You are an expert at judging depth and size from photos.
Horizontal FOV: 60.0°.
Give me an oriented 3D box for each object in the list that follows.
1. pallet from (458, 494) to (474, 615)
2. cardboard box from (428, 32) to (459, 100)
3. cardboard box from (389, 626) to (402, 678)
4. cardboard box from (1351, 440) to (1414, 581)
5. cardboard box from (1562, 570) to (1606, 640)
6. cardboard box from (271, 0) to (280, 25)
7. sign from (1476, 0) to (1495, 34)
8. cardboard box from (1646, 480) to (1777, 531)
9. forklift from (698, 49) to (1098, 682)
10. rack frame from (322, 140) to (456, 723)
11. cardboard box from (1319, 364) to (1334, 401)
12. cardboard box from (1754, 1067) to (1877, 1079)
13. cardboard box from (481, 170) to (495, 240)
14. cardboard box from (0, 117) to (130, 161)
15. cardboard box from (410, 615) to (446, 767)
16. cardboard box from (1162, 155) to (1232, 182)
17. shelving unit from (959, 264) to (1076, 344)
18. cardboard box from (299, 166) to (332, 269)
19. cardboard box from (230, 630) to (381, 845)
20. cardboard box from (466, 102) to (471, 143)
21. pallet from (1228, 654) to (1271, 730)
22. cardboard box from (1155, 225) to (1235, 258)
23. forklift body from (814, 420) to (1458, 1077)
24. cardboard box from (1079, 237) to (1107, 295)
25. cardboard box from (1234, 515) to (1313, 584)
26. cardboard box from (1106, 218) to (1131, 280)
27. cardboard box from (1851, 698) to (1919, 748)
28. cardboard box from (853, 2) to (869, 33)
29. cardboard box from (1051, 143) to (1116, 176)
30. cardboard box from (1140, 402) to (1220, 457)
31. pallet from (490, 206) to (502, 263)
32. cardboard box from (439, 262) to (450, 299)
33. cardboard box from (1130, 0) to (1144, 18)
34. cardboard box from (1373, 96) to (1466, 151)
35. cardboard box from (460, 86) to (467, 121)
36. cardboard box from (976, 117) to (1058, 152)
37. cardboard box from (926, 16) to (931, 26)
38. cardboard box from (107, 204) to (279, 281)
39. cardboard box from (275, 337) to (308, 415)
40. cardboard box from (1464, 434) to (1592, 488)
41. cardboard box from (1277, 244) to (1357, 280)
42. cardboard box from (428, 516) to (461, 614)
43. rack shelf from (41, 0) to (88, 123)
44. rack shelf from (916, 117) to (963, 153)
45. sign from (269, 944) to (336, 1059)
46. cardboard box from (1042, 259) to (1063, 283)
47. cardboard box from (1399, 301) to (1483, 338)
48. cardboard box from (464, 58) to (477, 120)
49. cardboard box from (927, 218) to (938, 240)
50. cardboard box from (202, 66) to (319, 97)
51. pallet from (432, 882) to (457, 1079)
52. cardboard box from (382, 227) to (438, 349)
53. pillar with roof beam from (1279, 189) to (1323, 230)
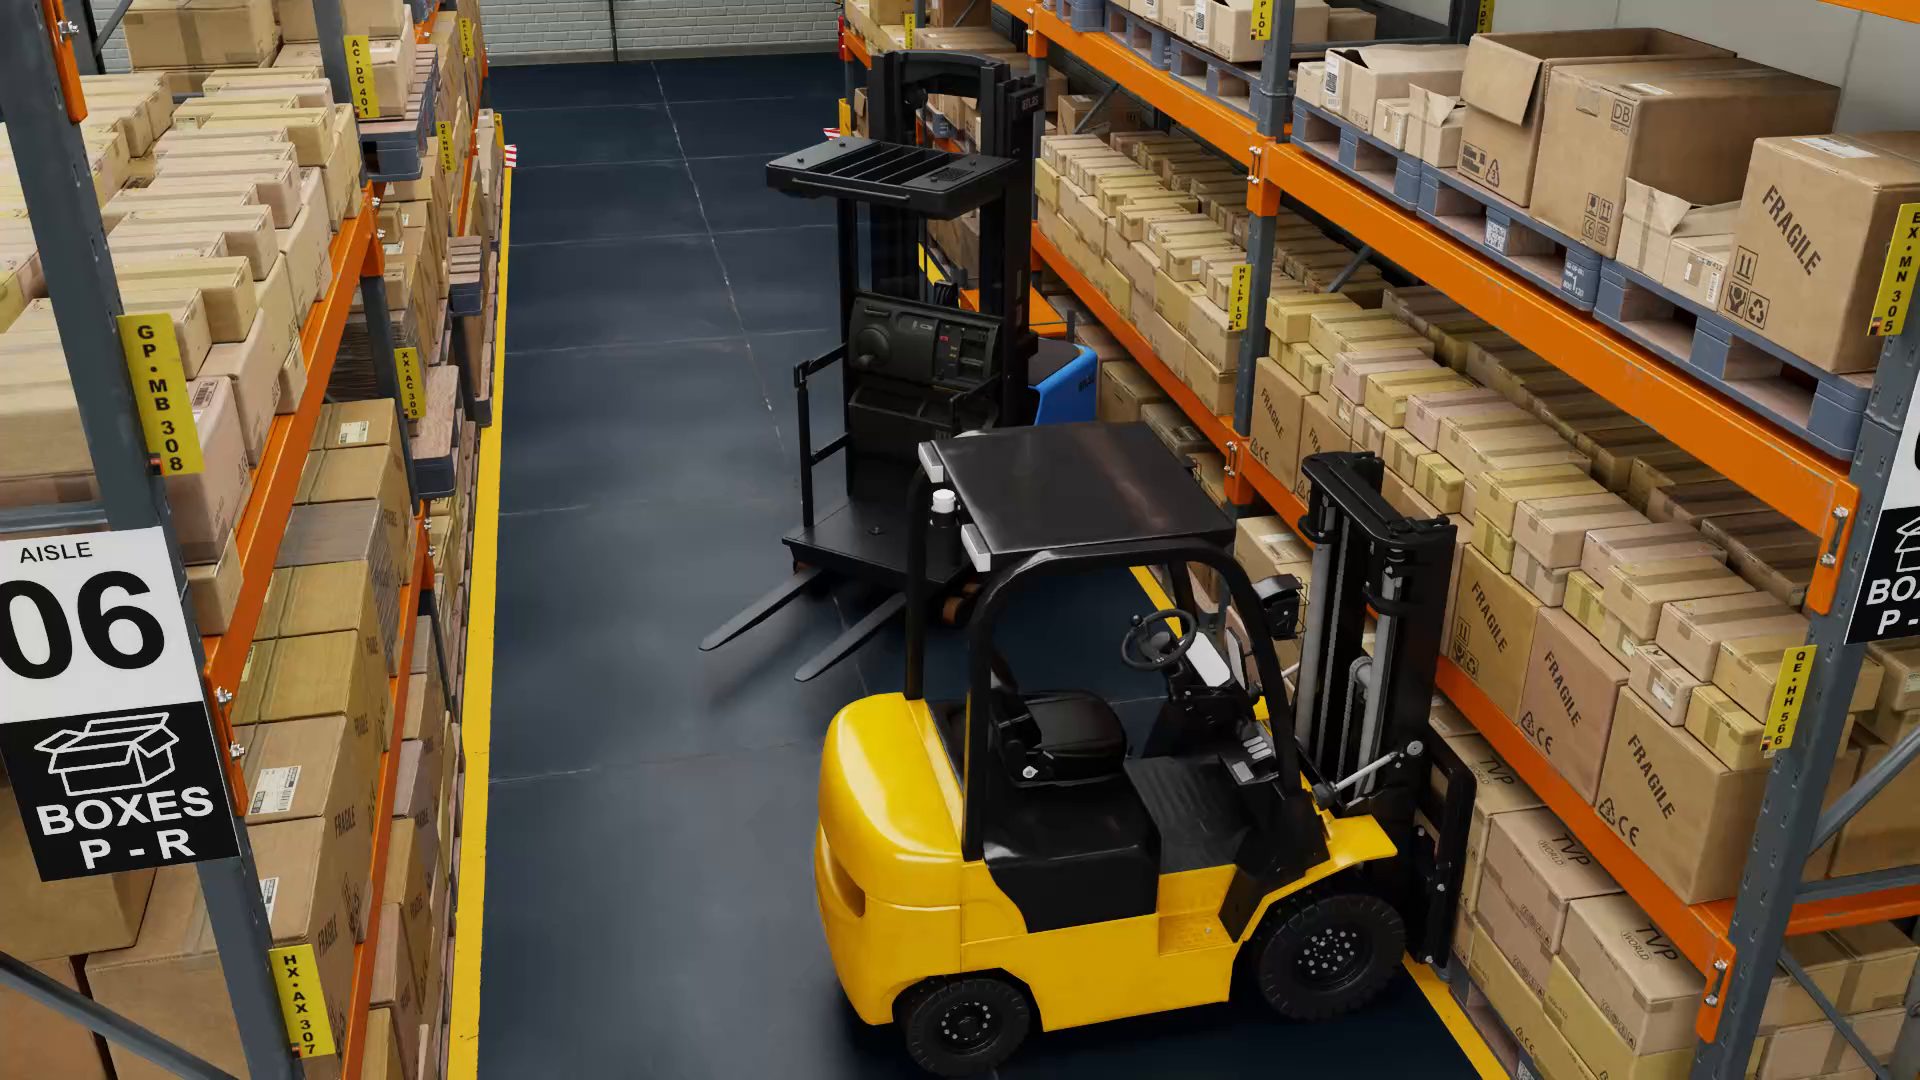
[{"bbox_3d":[-3.407,0.121,9.775,1.003,0.211,1.213,-6,27,-12],"label":"pallet"},{"bbox_3d":[-4.191,-3.627,12.886,0.500,0.500,0.500,-5,27,-10],"label":"cardboard box"},{"bbox_3d":[-2.351,0.423,6.362,0.380,0.149,0.250,-6,27,-12],"label":"cardboard box"},{"bbox_3d":[1.977,-0.125,7.058,0.500,0.500,0.500,-6,27,-12],"label":"cardboard box"},{"bbox_3d":[2.303,0.208,5.678,0.380,0.149,0.250,-6,27,-12],"label":"cardboard box"},{"bbox_3d":[-3.458,-2.615,7.919,0.500,0.250,0.500,-6,27,-11],"label":"cardboard box"},{"bbox_3d":[2.423,-2.413,7.712,0.100,0.325,0.005,-6,27,-12],"label":"sign"},{"bbox_3d":[2.693,-0.087,5.933,0.380,0.149,0.250,-5,27,-10],"label":"cardboard box"},{"bbox_3d":[-0.316,-1.064,9.104,1.130,2.935,3.031,15,30,27],"label":"forklift"},{"bbox_3d":[-2.952,-0.245,7.407,1.000,3.000,0.127,-6,27,-12],"label":"rack frame"},{"bbox_3d":[1.844,-0.693,7.464,0.380,0.149,0.250,-6,27,-12],"label":"cardboard box"},{"bbox_3d":[2.864,1.810,5.921,0.500,0.250,0.500,-6,27,-11],"label":"cardboard box"},{"bbox_3d":[-4.792,-3.087,15.415,0.875,0.438,0.875,-6,27,-12],"label":"cardboard box"},{"bbox_3d":[-3.028,-1.311,5.583,0.380,0.149,0.250,-6,27,-12],"label":"cardboard box"},{"bbox_3d":[-2.557,0.692,7.302,0.500,0.500,0.500,-6,27,-12],"label":"cardboard box"},{"bbox_3d":[1.542,-2.395,10.835,0.380,0.149,0.250,-6,28,-13],"label":"cardboard box"},{"bbox_3d":[0.371,-1.174,11.327,0.538,1.125,1.048,-6,27,-12],"label":"shelving unit"},{"bbox_3d":[-2.375,-1.037,5.482,0.500,0.250,0.500,-6,27,-12],"label":"cardboard box"},{"bbox_3d":[-2.123,0.647,5.199,0.500,0.500,0.500,-6,27,-13],"label":"cardboard box"},{"bbox_3d":[-4.408,-3.519,14.059,0.500,0.250,0.500,-7,28,-13],"label":"cardboard box"},{"bbox_3d":[2.021,0.847,8.337,1.003,0.211,1.213,-6,27,-12],"label":"pallet"},{"bbox_3d":[1.324,-1.660,9.379,0.380,0.149,0.250,-7,28,-13],"label":"cardboard box"},{"bbox_3d":[0.580,0.737,6.403,2.313,2.155,1.214,-6,27,-12],"label":"forklift body"},{"bbox_3d":[1.075,-1.774,10.601,0.500,0.250,0.500,-7,28,-13],"label":"cardboard box"},{"bbox_3d":[1.686,0.087,8.225,0.500,0.250,0.500,-6,27,-12],"label":"cardboard box"},{"bbox_3d":[1.195,-1.770,10.040,0.500,0.250,0.500,-6,27,-11],"label":"cardboard box"},{"bbox_3d":[2.961,0.496,5.108,0.380,0.149,0.250,-7,28,-13],"label":"cardboard box"},{"bbox_3d":[-0.868,-5.637,17.925,0.500,0.250,0.500,-6,27,-11],"label":"cardboard box"},{"bbox_3d":[0.828,-2.554,11.151,0.380,0.149,0.250,-5,27,-10],"label":"cardboard box"},{"bbox_3d":[1.587,-0.448,9.977,0.875,0.625,0.625,-6,27,-12],"label":"cardboard box"},{"bbox_3d":[-4.850,-2.854,15.671,1.003,0.211,1.213,-6,27,-12],"label":"pallet"},{"bbox_3d":[-3.194,-1.509,9.724,0.380,0.149,0.250,-5,27,-11],"label":"cardboard box"},{"bbox_3d":[1.166,-3.000,9.238,0.380,0.149,0.250,-6,27,-12],"label":"cardboard box"},{"bbox_3d":[1.862,-1.645,6.553,0.380,0.149,0.250,-5,27,-10],"label":"cardboard box"},{"bbox_3d":[-4.299,-3.526,13.518,0.500,0.250,0.500,-5,27,-10],"label":"cardboard box"},{"bbox_3d":[0.429,-3.058,12.680,0.500,0.250,0.500,-7,28,-14],"label":"cardboard box"},{"bbox_3d":[-0.119,-5.236,17.131,0.500,0.250,0.500,-6,27,-12],"label":"cardboard box"},{"bbox_3d":[-2.113,-0.814,4.598,0.380,0.149,0.250,-5,27,-10],"label":"cardboard box"},{"bbox_3d":[-2.104,-0.462,4.785,0.380,0.149,0.250,-6,27,-11],"label":"cardboard box"},{"bbox_3d":[2.147,-0.271,6.296,0.380,0.149,0.250,-6,27,-11],"label":"cardboard box"},{"bbox_3d":[1.948,-1.494,9.050,0.380,0.149,0.250,-6,27,-12],"label":"cardboard box"},{"bbox_3d":[-3.238,0.195,8.985,0.950,0.372,0.625,-4,27,-8],"label":"cardboard box"},{"bbox_3d":[-2.501,-1.723,4.478,1.077,0.370,4.000,-6,27,-12],"label":"rack shelf"},{"bbox_3d":[0.531,-3.064,13.789,1.077,0.370,4.000,-6,27,-12],"label":"rack shelf"},{"bbox_3d":[-1.522,1.069,3.842,0.100,0.325,0.005,-6,27,-12],"label":"sign"},{"bbox_3d":[0.624,-2.059,12.589,0.380,0.149,0.250,-7,28,-14],"label":"cardboard box"},{"bbox_3d":[2.266,-0.994,7.730,0.380,0.149,0.250,-7,28,-13],"label":"cardboard box"},{"bbox_3d":[-4.606,-4.034,14.803,0.500,0.500,0.500,-5,27,-10],"label":"cardboard box"},{"bbox_3d":[-0.030,-3.099,15.370,0.500,0.500,0.500,-5,27,-9],"label":"cardboard box"},{"bbox_3d":[-2.668,-1.711,6.376,0.380,0.149,0.250,-5,27,-11],"label":"cardboard box"},{"bbox_3d":[-2.488,1.828,6.395,1.003,0.211,1.213,-6,27,-12],"label":"pallet"},{"bbox_3d":[-2.990,-1.283,8.557,0.500,0.500,0.500,-6,27,-12],"label":"cardboard box"},{"bbox_3d":[-2.041,-4.267,8.717,9.100,9.000,0.400,-6,27,-12],"label":"pillar with roof beam"}]
